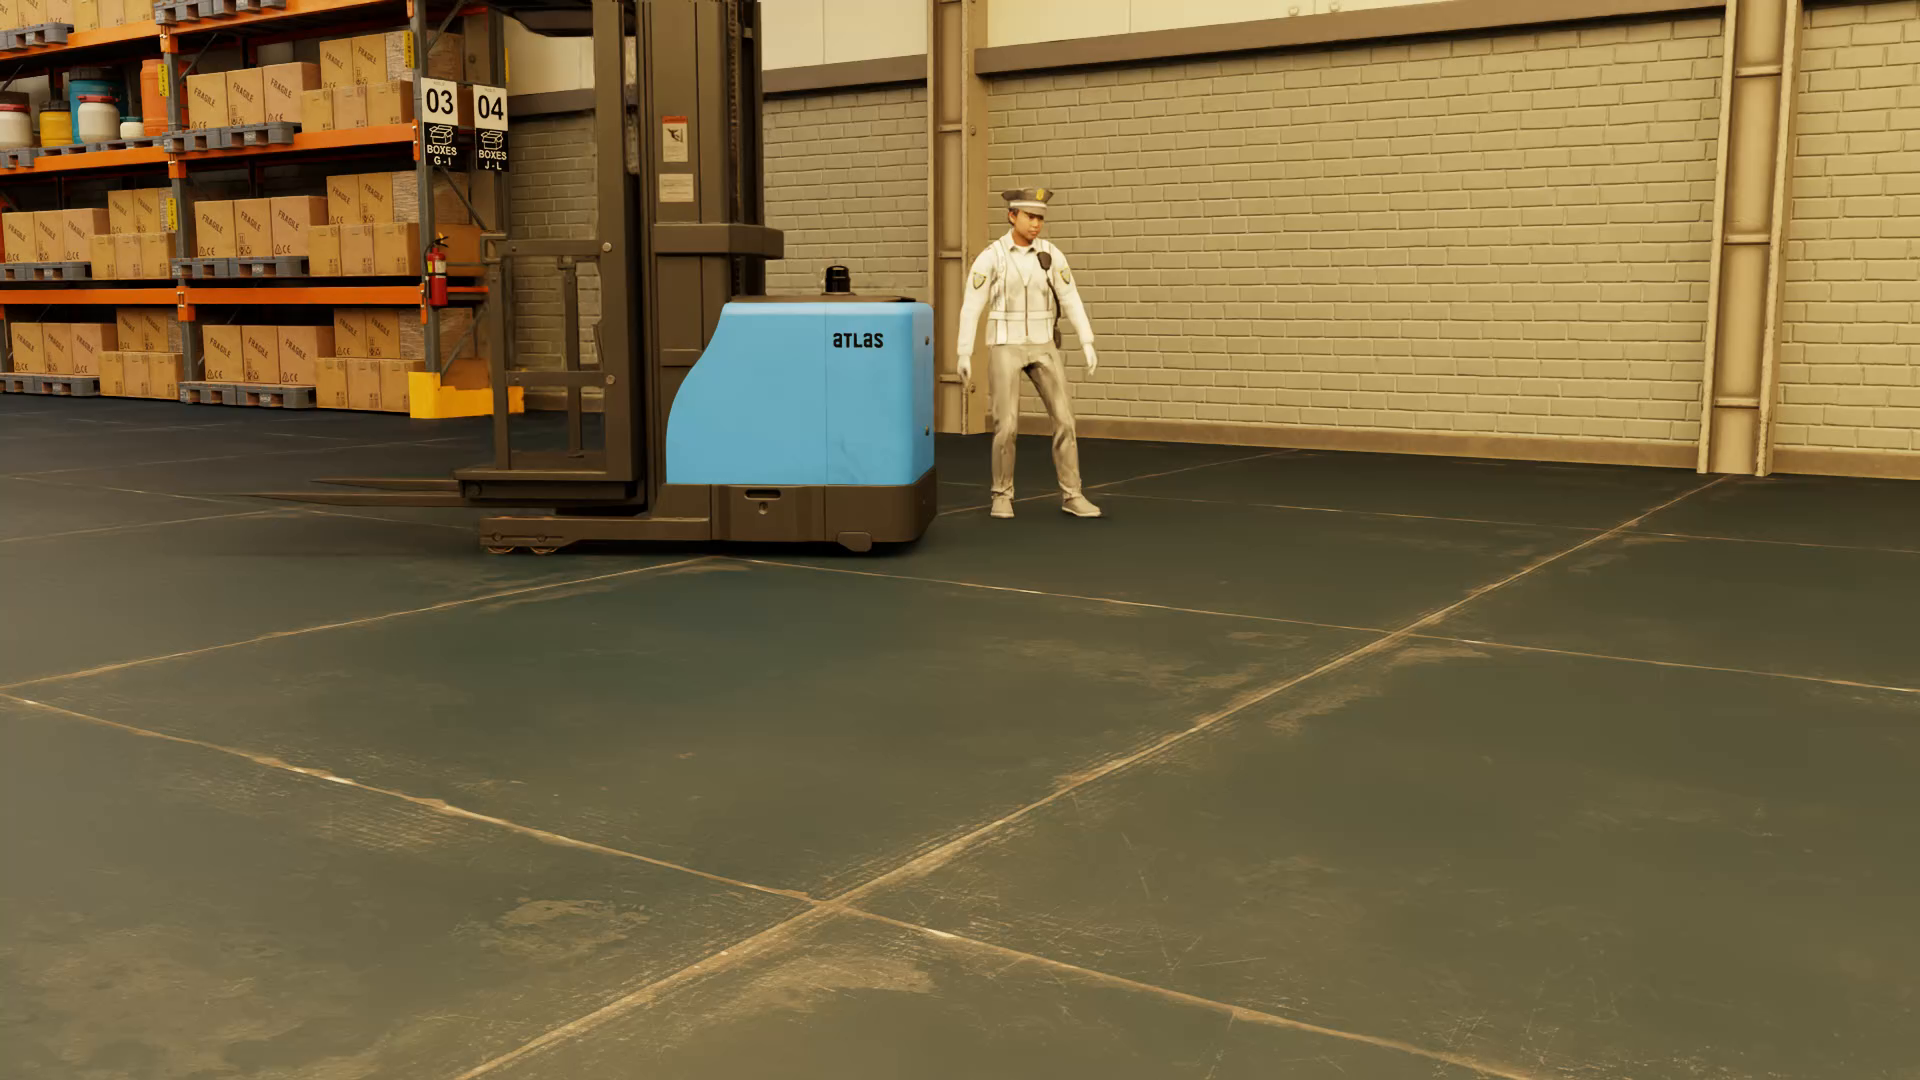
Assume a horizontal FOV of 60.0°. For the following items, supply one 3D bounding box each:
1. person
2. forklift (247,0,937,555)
[{"bbox_3d":[0.341,-0.934,8.362,0.713,1.642,0.376,-2,8,-13],"label":"person"},{"bbox_3d":[-1.656,-1.460,7.462,3.031,2.935,1.130,1,8,5],"label":"forklift"}]
